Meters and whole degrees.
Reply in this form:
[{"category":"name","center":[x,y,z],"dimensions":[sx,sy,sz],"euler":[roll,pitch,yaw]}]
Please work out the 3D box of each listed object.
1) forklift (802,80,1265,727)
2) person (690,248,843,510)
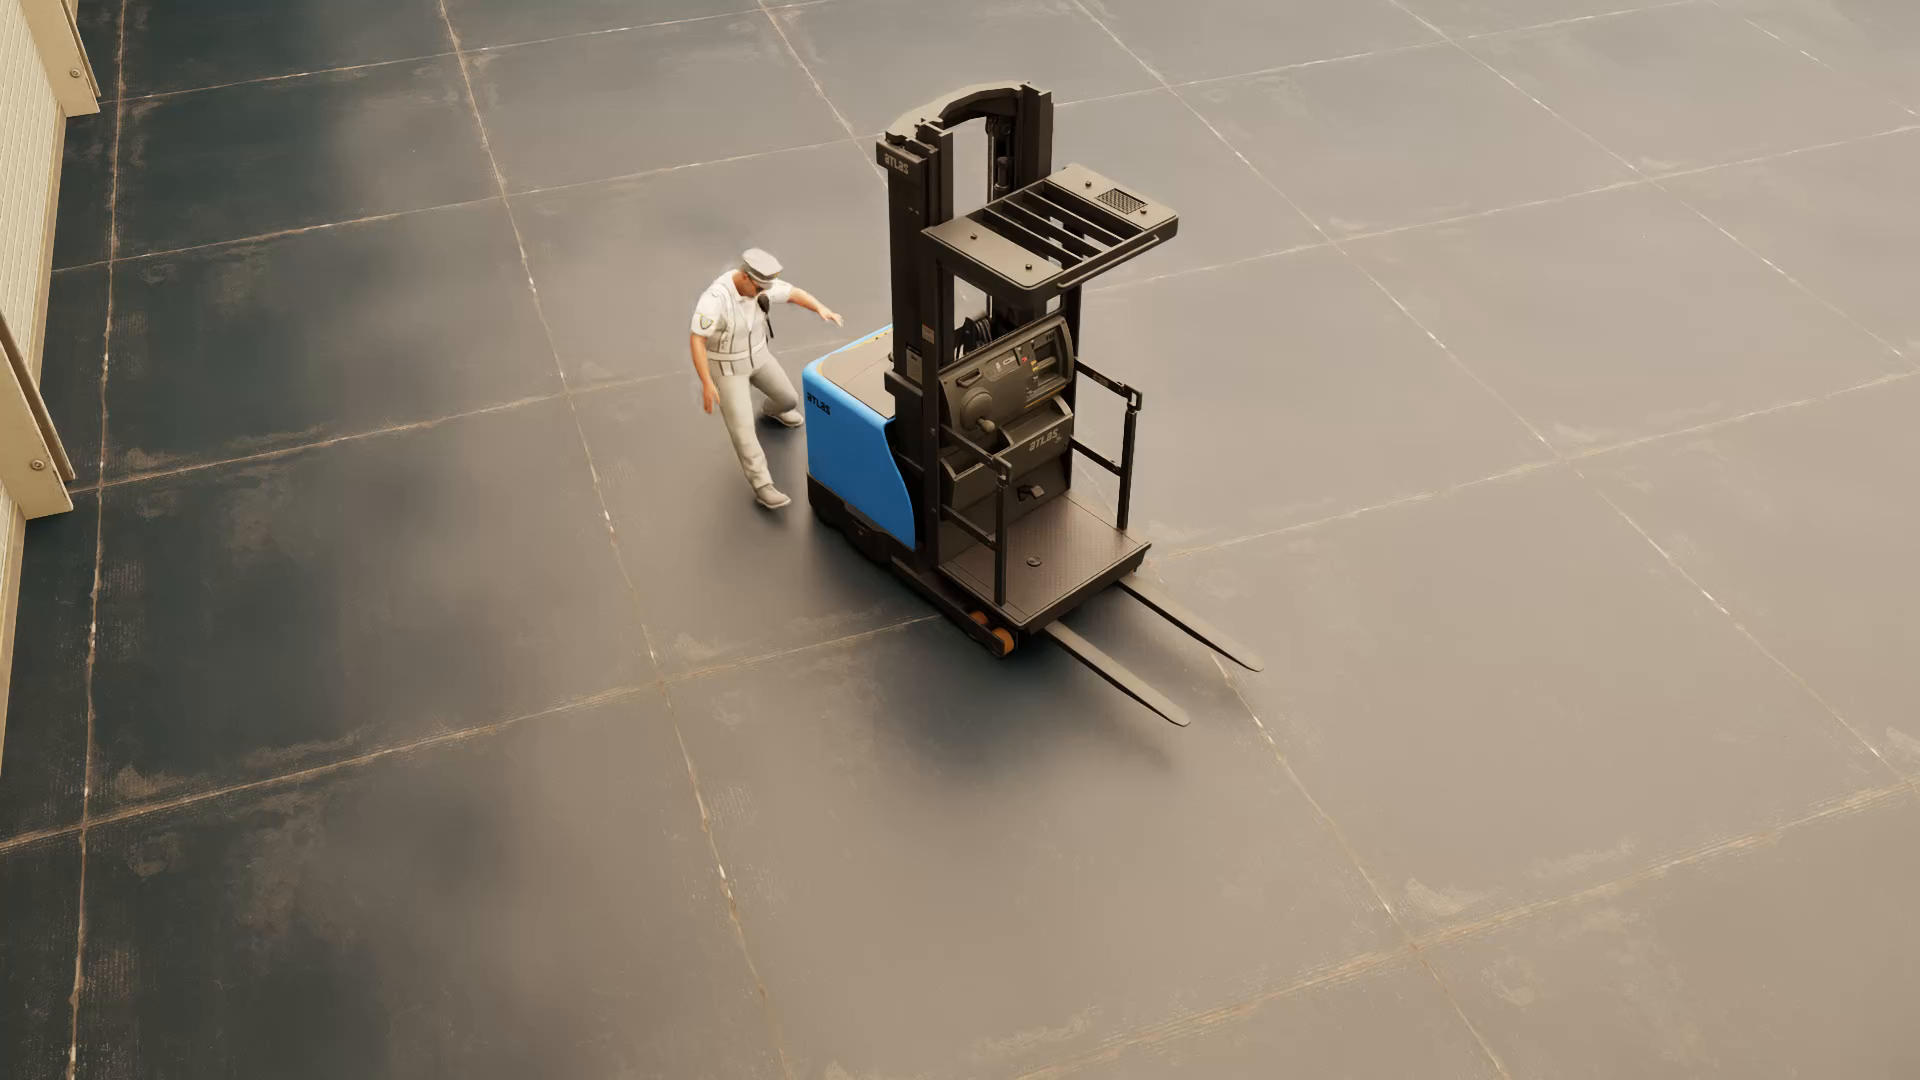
[{"category":"forklift","center":[0.409,-0.833,8.988],"dimensions":[1.130,2.935,3.031],"euler":[-30,49,-31]},{"category":"person","center":[-1.206,-1.045,10.360],"dimensions":[0.949,1.520,1.108],"euler":[-32,49,-32]}]
